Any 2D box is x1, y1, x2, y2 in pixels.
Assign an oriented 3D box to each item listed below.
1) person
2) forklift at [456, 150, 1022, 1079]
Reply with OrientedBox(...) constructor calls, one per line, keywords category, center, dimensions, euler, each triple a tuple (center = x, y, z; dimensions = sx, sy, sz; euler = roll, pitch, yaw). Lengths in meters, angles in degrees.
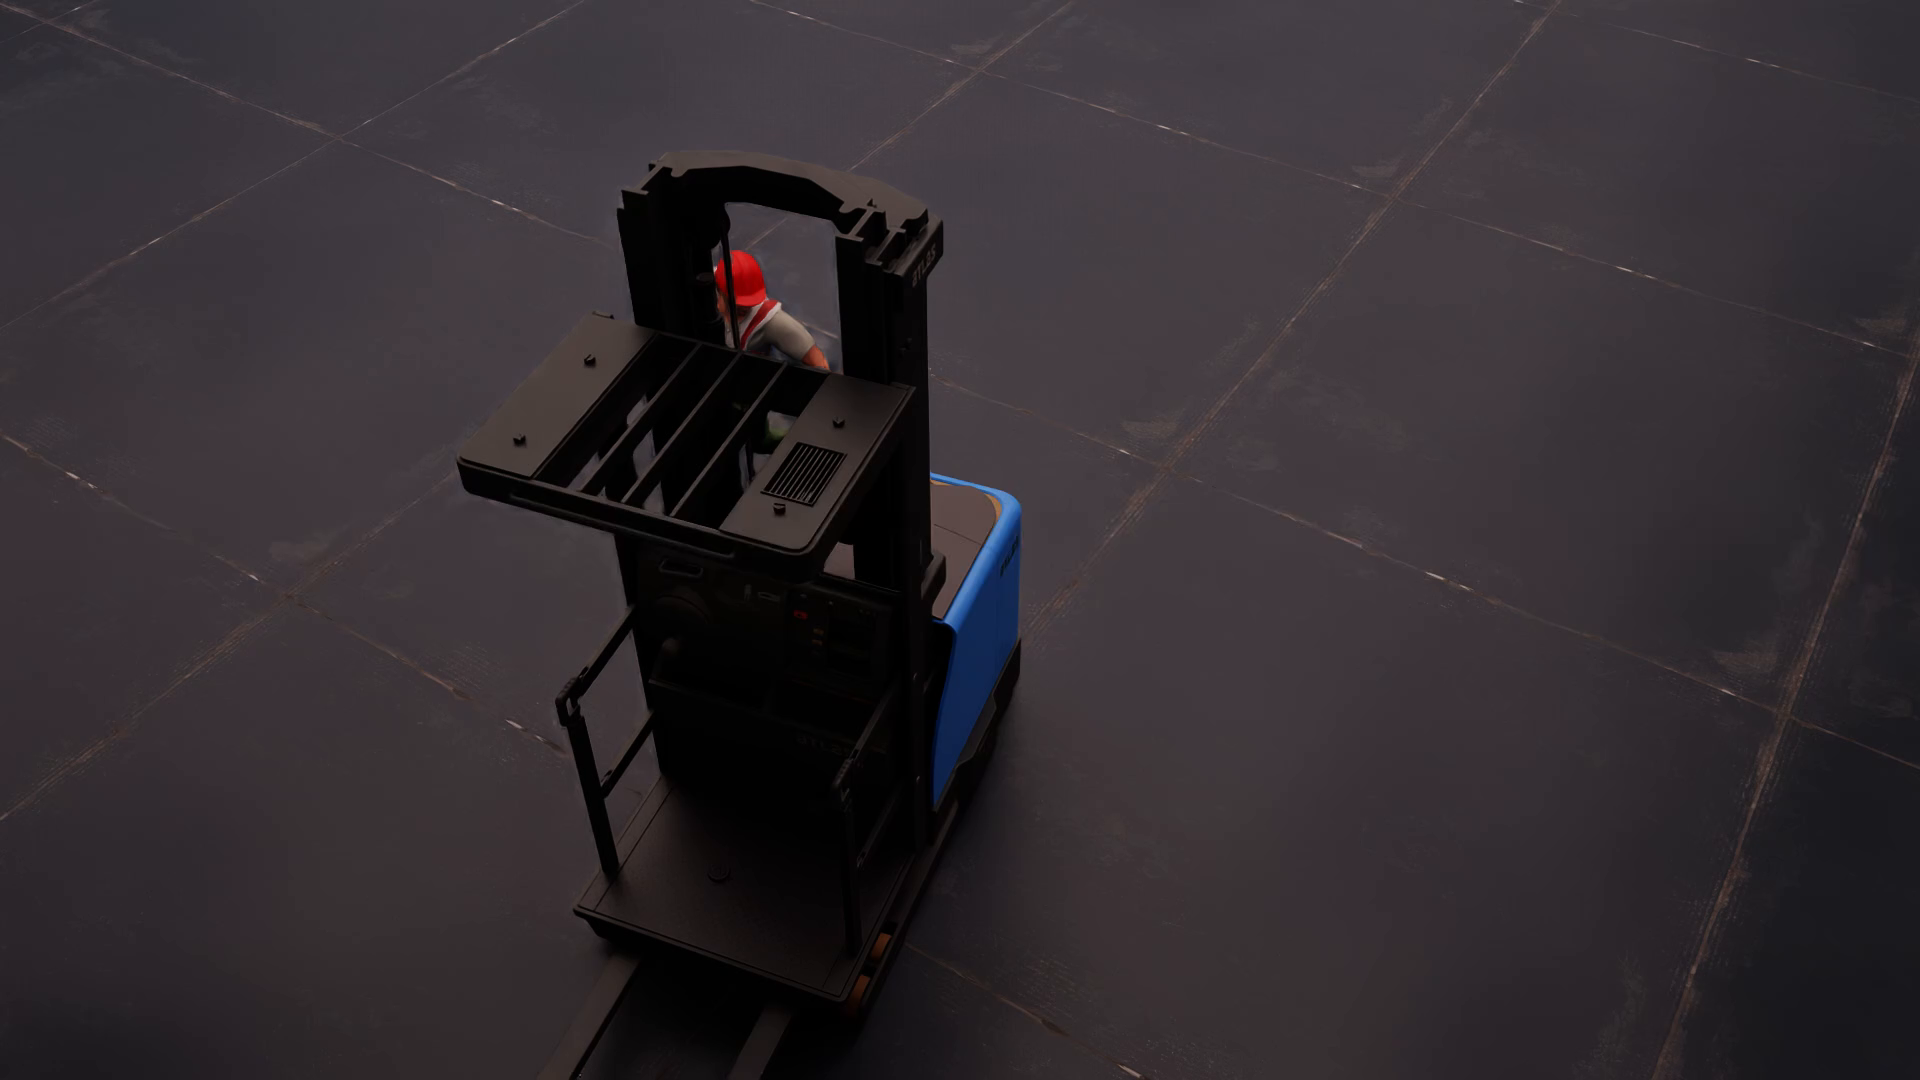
OrientedBox(category="person", center=(-0.940, -0.689, 7.632), dimensions=(0.949, 1.547, 0.686), euler=(-11, 45, -12))
OrientedBox(category="forklift", center=(-0.741, 0.364, 5.465), dimensions=(1.130, 2.935, 3.031), euler=(15, 45, 15))
